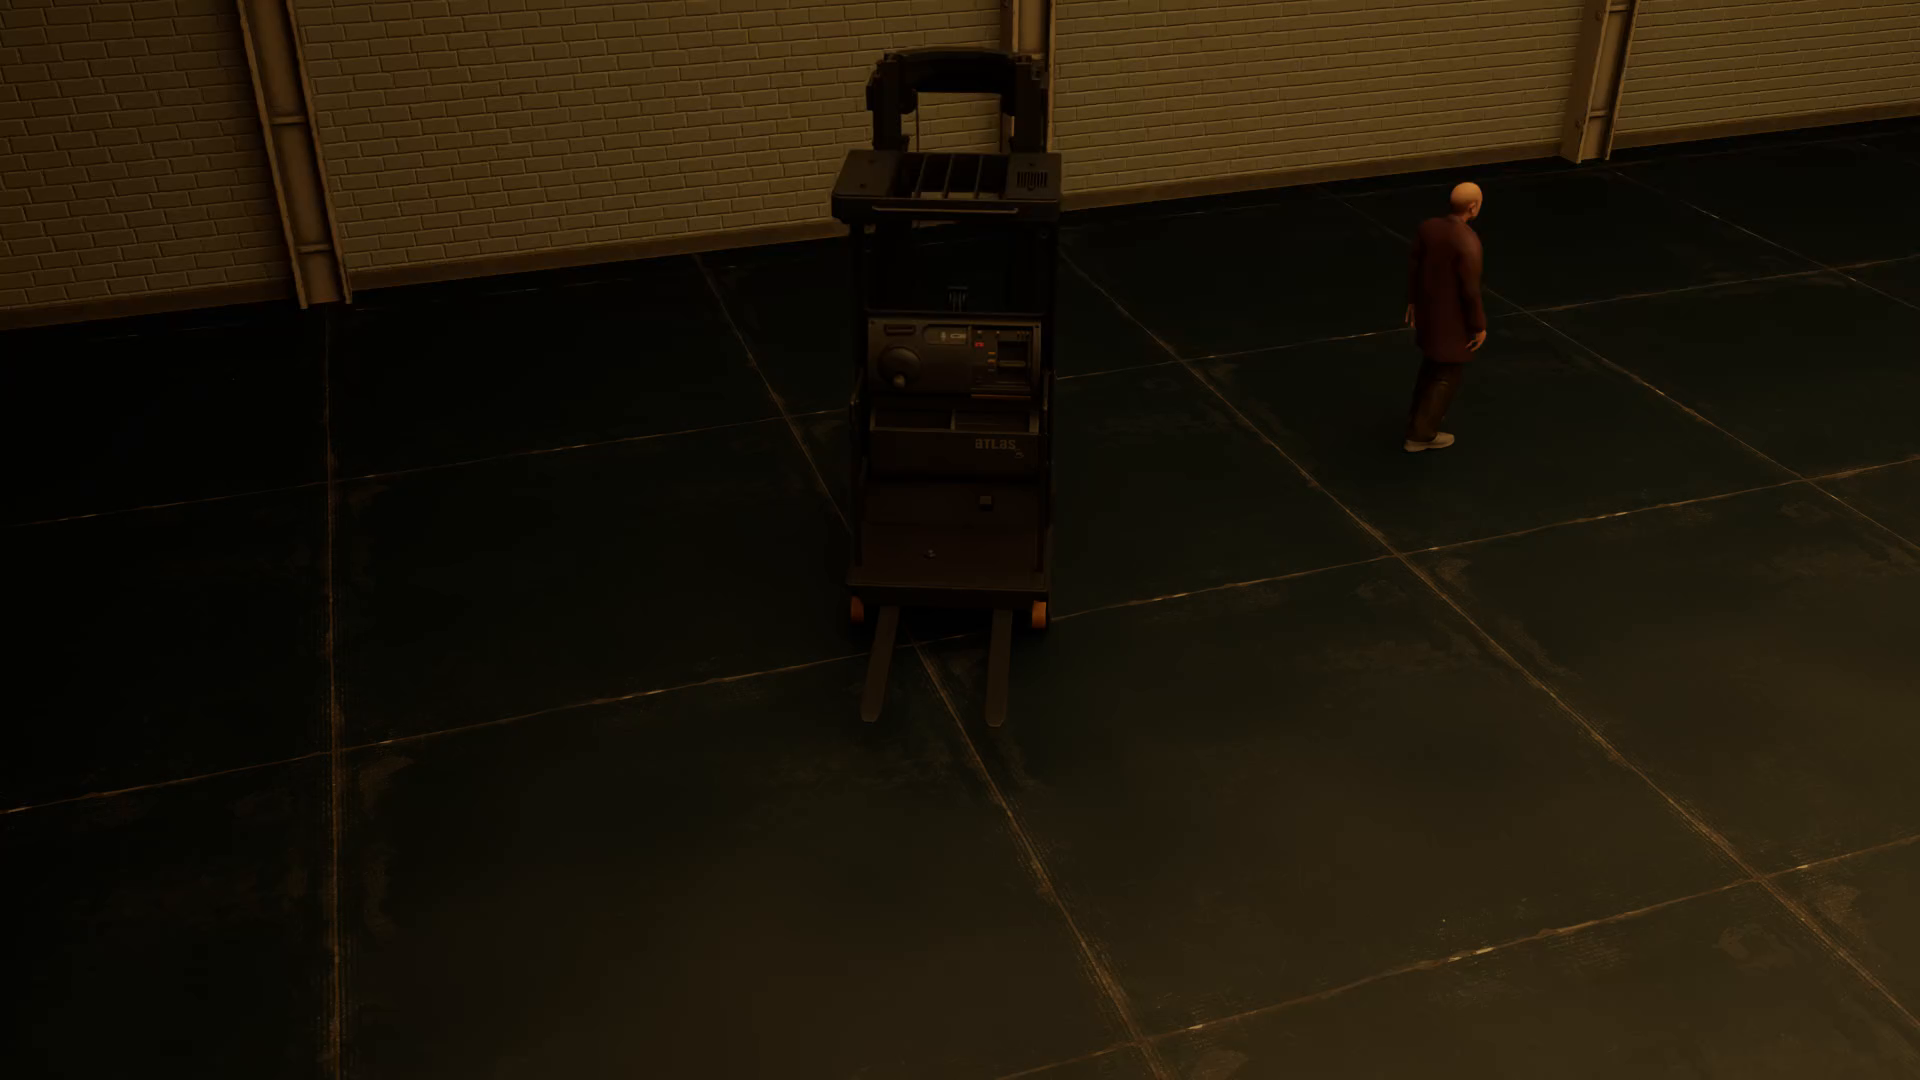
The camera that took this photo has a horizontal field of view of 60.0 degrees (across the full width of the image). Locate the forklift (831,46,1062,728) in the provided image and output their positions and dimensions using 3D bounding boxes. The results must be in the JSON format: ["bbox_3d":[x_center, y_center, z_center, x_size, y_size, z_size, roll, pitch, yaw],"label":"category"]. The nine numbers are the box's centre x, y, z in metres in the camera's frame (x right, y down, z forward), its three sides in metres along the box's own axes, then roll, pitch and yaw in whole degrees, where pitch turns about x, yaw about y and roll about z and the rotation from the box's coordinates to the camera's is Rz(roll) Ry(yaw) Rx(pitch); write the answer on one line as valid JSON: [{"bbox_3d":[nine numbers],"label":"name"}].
[{"bbox_3d":[-0.043,-0.942,8.724,1.130,2.935,3.031,2,30,3],"label":"forklift"}]

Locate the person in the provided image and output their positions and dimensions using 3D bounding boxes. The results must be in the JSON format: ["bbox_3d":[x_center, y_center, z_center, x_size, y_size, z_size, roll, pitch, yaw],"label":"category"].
[{"bbox_3d":[3.182,-1.439,10.797,0.576,1.804,0.671,-11,32,-18],"label":"person"}]
